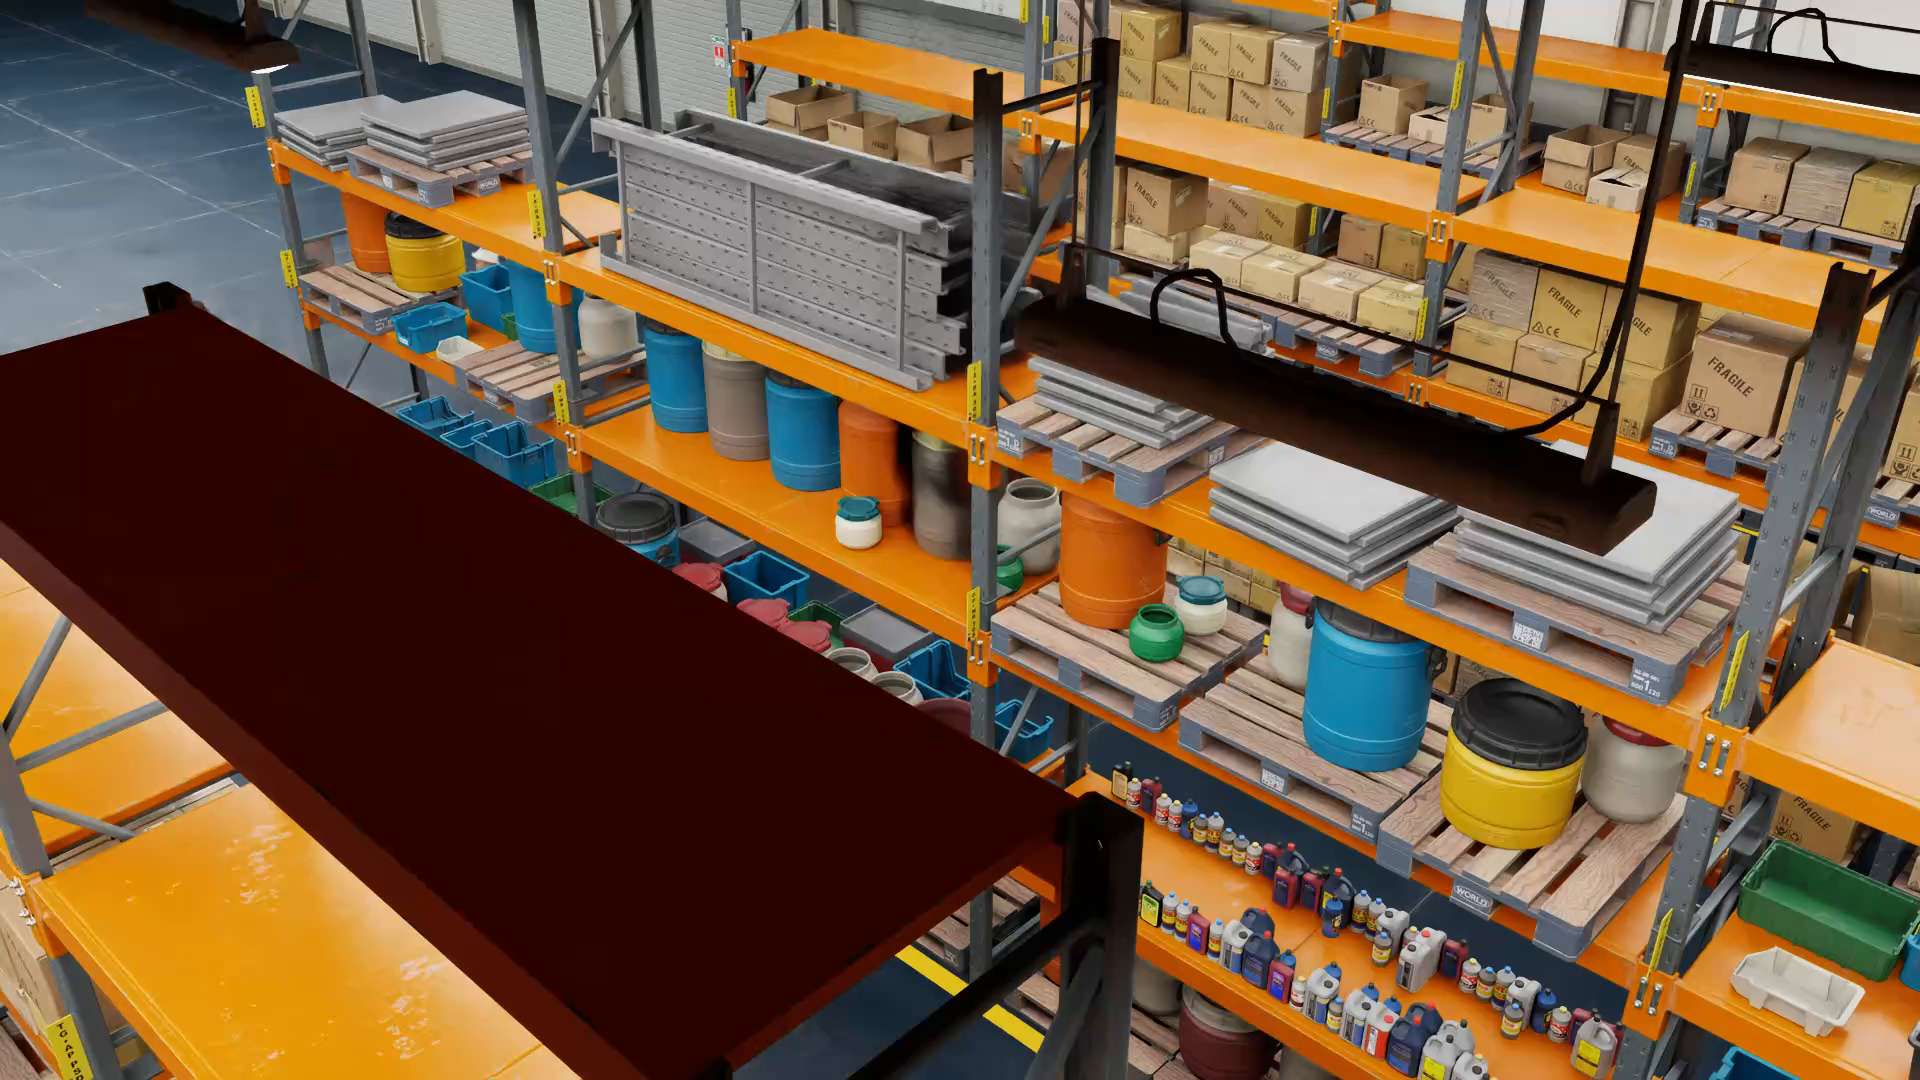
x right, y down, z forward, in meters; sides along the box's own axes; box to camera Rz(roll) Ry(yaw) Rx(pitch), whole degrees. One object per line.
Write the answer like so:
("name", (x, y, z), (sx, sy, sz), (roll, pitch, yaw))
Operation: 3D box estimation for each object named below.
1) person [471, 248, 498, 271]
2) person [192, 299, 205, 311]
("person", (-5.337, -2.479, 18.867), (0.556, 1.742, 0.708), (-12, 32, -20))
("person", (-7.985, -1.808, 17.787), (0.618, 1.644, 0.574), (-10, 31, -17))
